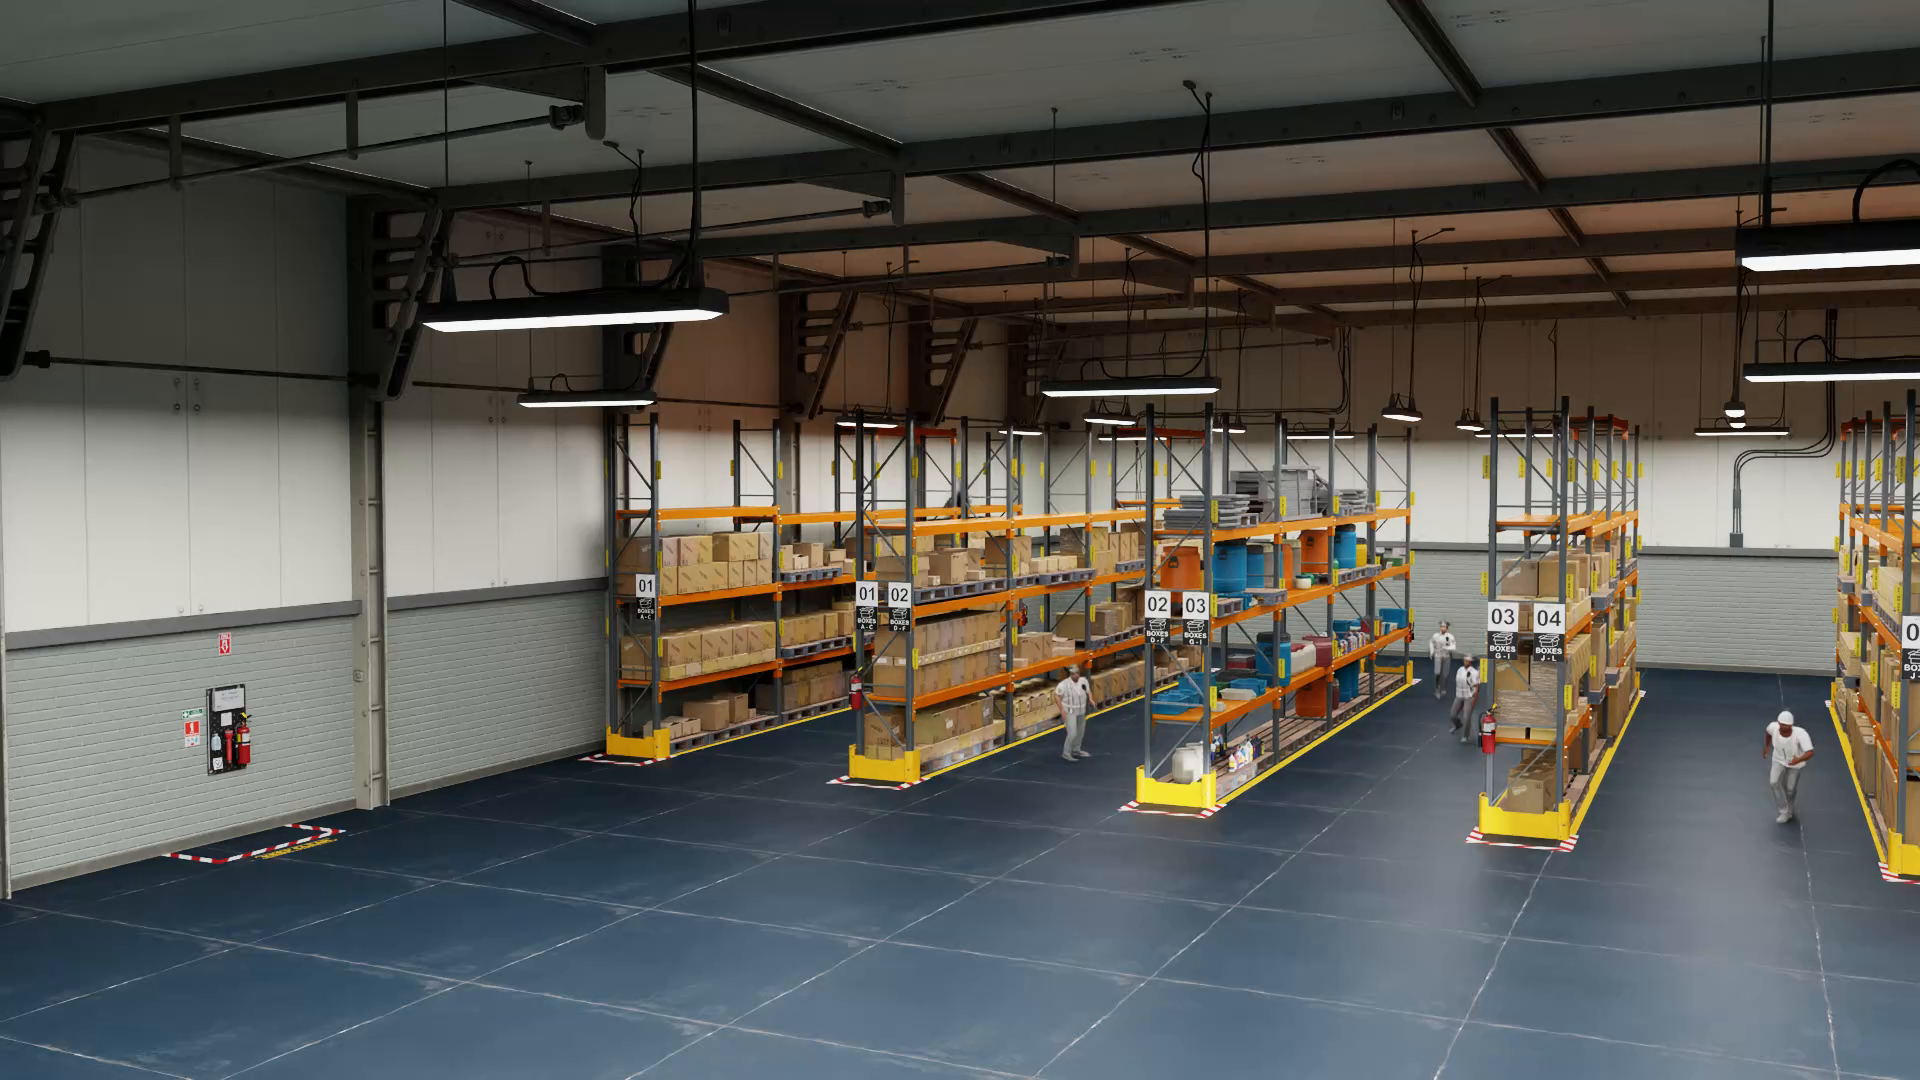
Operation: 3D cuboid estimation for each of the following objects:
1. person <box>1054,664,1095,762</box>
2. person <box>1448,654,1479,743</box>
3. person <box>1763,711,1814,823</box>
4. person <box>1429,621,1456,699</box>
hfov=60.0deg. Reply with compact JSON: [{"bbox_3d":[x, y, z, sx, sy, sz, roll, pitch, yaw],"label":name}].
[{"bbox_3d":[2.012,2.974,28.726,0.718,1.707,0.813,-1,3,-31],"label":"person"},{"bbox_3d":[9.267,2.888,30.584,0.695,1.646,0.538,2,3,45],"label":"person"},{"bbox_3d":[11.805,3.184,23.693,0.709,1.594,1.081,2,3,37],"label":"person"},{"bbox_3d":[10.602,2.623,36.541,0.553,1.718,0.694,1,2,15],"label":"person"}]
